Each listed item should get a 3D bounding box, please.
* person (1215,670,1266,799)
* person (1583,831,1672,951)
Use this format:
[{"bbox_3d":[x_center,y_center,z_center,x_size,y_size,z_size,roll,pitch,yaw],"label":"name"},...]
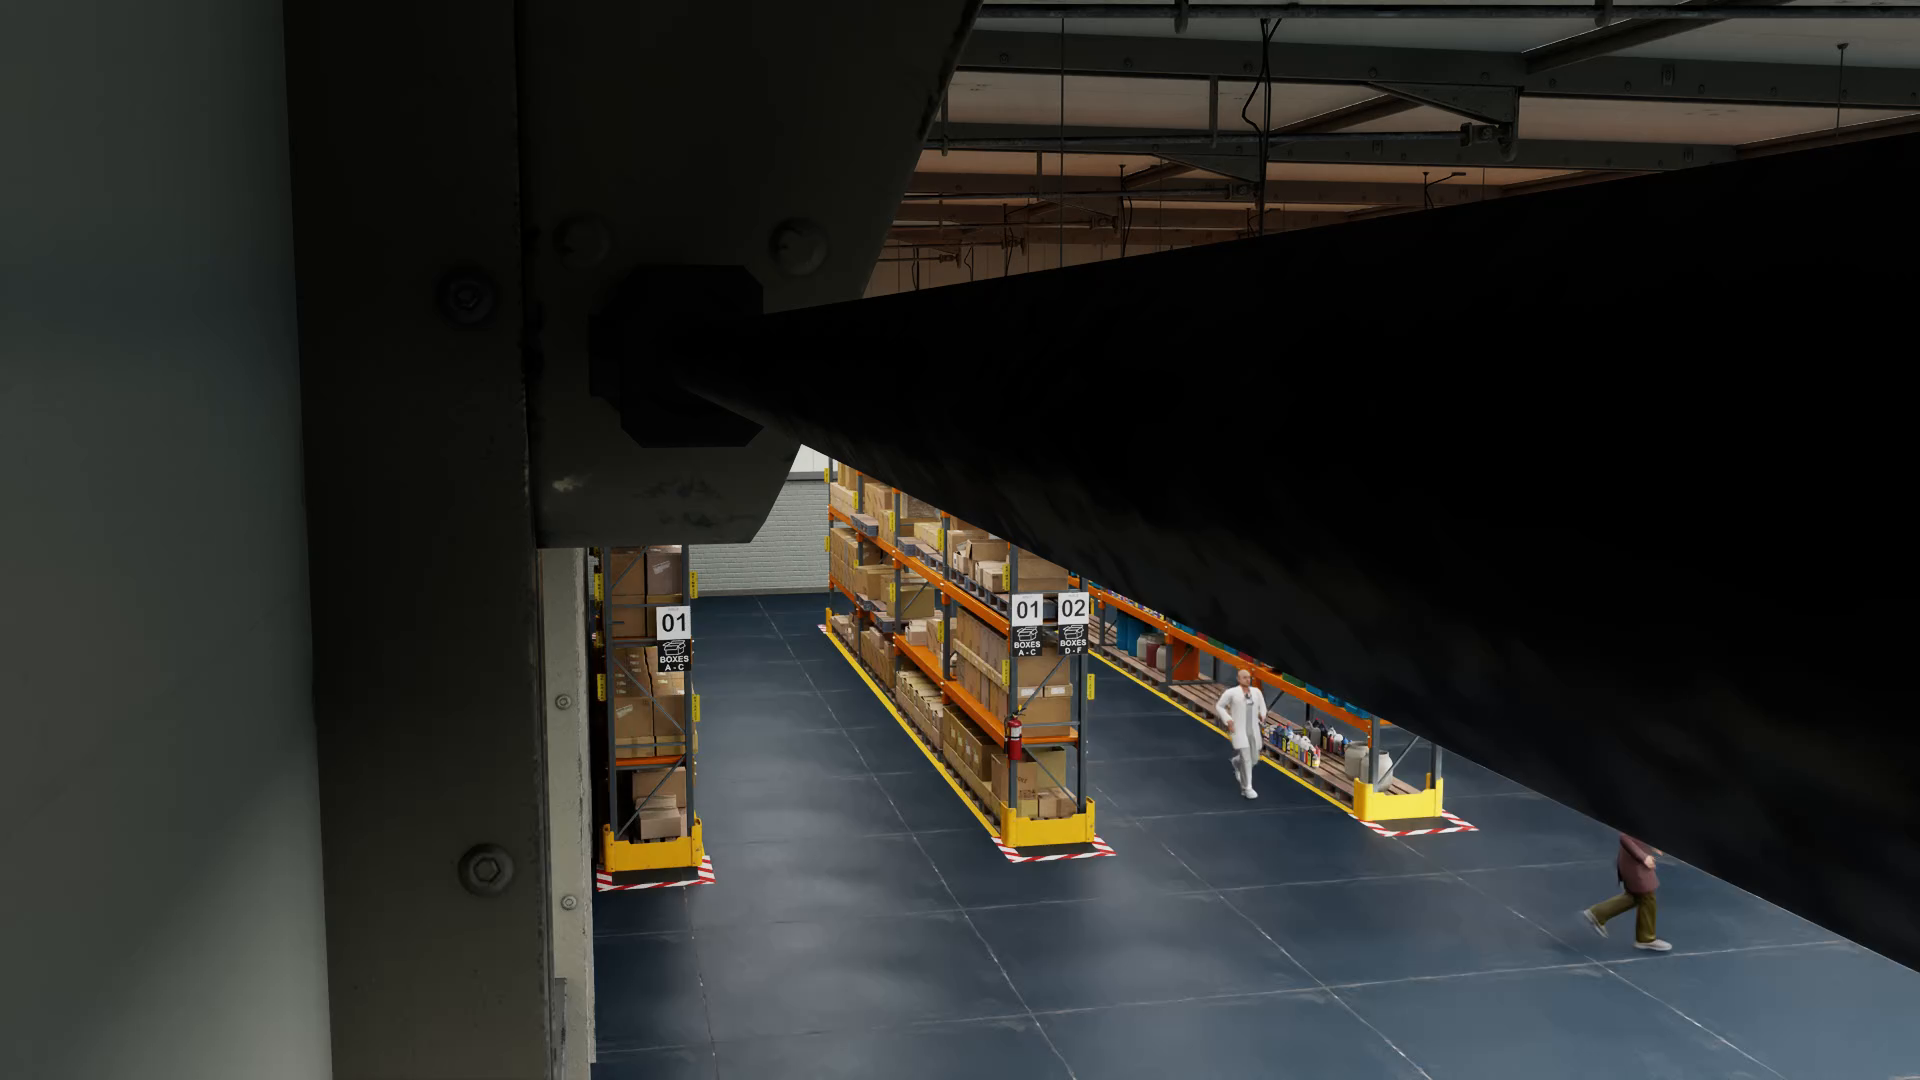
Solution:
[{"bbox_3d":[3.952,2.674,23.228,0.719,1.744,0.897,-2,7,-17],"label":"person"},{"bbox_3d":[7.001,3.396,17.351,0.883,1.760,0.720,1,7,12],"label":"person"}]
